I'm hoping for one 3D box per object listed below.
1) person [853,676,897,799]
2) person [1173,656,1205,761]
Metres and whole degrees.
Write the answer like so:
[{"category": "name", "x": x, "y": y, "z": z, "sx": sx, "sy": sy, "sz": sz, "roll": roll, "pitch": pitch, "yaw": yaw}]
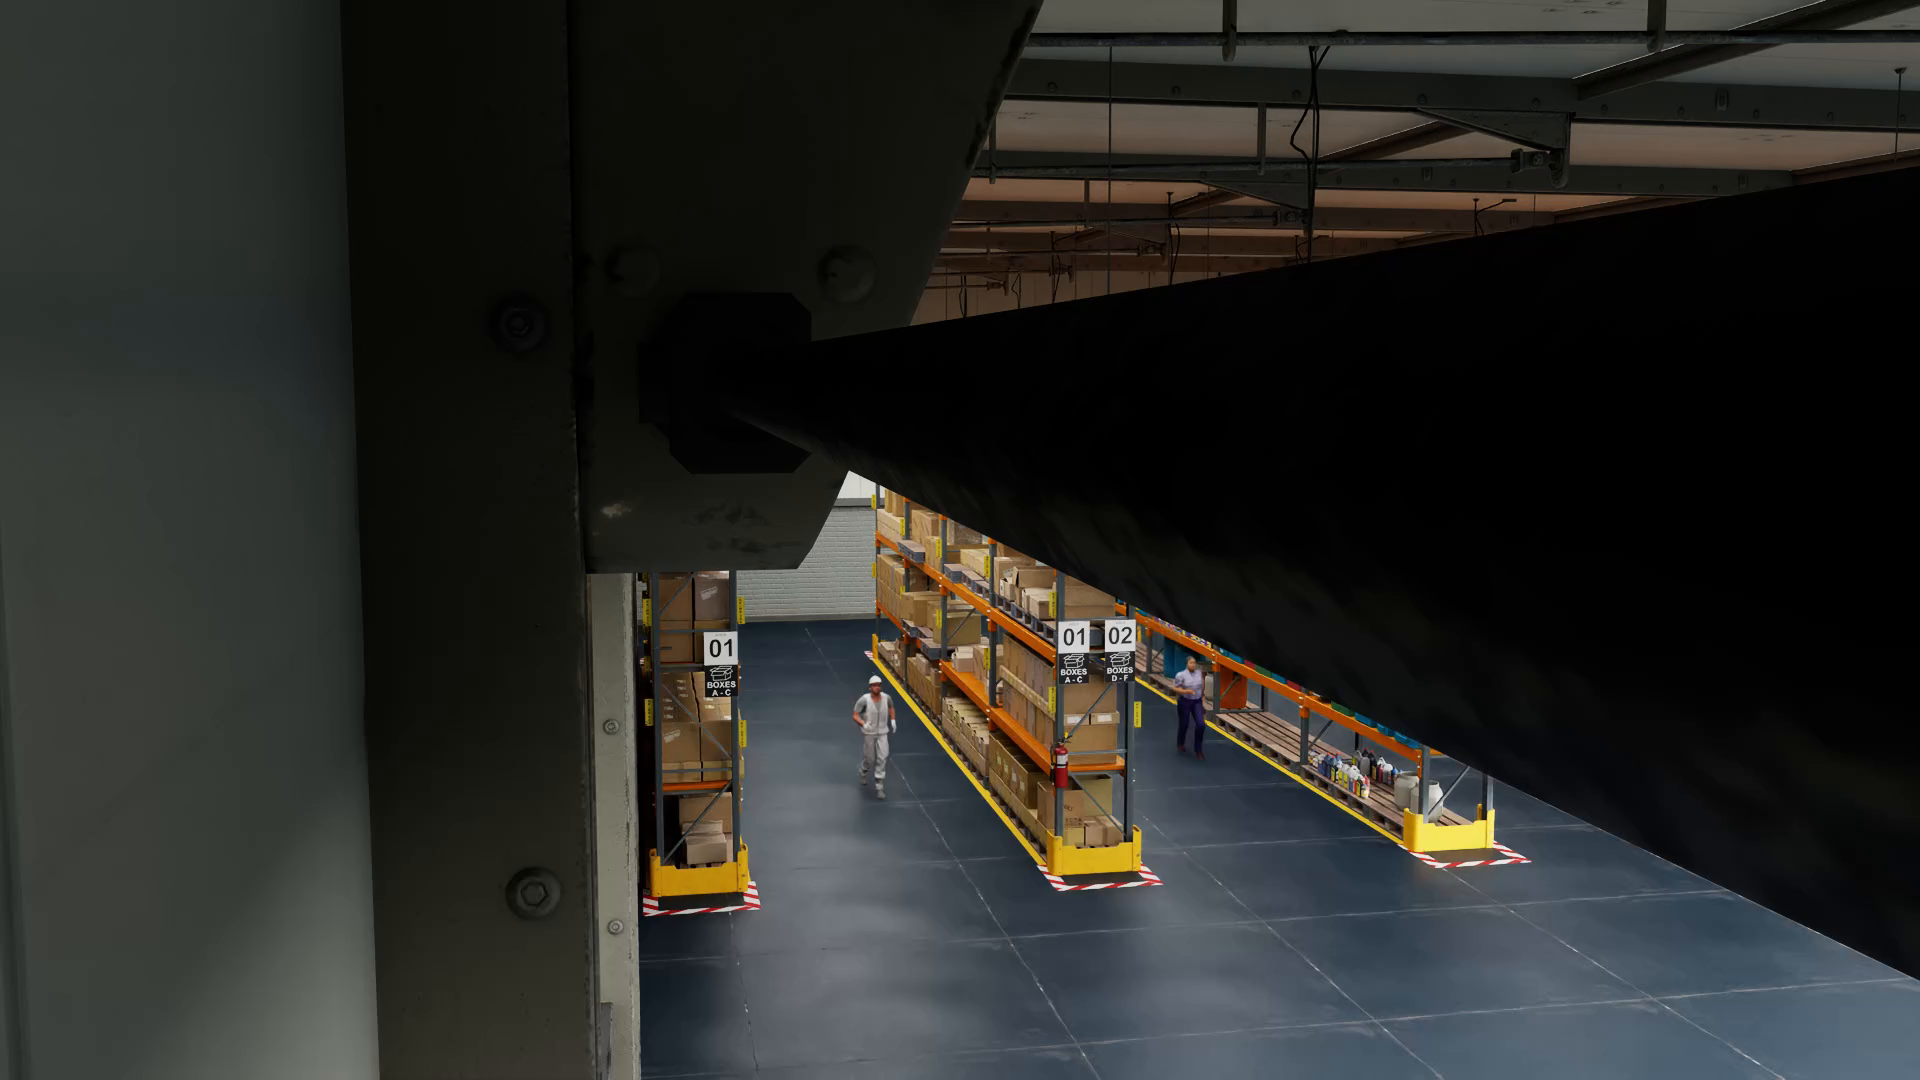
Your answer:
[{"category": "person", "x": -1.268, "y": 2.902, "z": 24.810, "sx": 0.685, "sy": 1.790, "sz": 0.833, "roll": -2, "pitch": 6, "yaw": -19}, {"category": "person", "x": 3.741, "y": 2.733, "z": 27.157, "sx": 0.594, "sy": 1.711, "sz": 0.761, "roll": -1, "pitch": 6, "yaw": -10}]
